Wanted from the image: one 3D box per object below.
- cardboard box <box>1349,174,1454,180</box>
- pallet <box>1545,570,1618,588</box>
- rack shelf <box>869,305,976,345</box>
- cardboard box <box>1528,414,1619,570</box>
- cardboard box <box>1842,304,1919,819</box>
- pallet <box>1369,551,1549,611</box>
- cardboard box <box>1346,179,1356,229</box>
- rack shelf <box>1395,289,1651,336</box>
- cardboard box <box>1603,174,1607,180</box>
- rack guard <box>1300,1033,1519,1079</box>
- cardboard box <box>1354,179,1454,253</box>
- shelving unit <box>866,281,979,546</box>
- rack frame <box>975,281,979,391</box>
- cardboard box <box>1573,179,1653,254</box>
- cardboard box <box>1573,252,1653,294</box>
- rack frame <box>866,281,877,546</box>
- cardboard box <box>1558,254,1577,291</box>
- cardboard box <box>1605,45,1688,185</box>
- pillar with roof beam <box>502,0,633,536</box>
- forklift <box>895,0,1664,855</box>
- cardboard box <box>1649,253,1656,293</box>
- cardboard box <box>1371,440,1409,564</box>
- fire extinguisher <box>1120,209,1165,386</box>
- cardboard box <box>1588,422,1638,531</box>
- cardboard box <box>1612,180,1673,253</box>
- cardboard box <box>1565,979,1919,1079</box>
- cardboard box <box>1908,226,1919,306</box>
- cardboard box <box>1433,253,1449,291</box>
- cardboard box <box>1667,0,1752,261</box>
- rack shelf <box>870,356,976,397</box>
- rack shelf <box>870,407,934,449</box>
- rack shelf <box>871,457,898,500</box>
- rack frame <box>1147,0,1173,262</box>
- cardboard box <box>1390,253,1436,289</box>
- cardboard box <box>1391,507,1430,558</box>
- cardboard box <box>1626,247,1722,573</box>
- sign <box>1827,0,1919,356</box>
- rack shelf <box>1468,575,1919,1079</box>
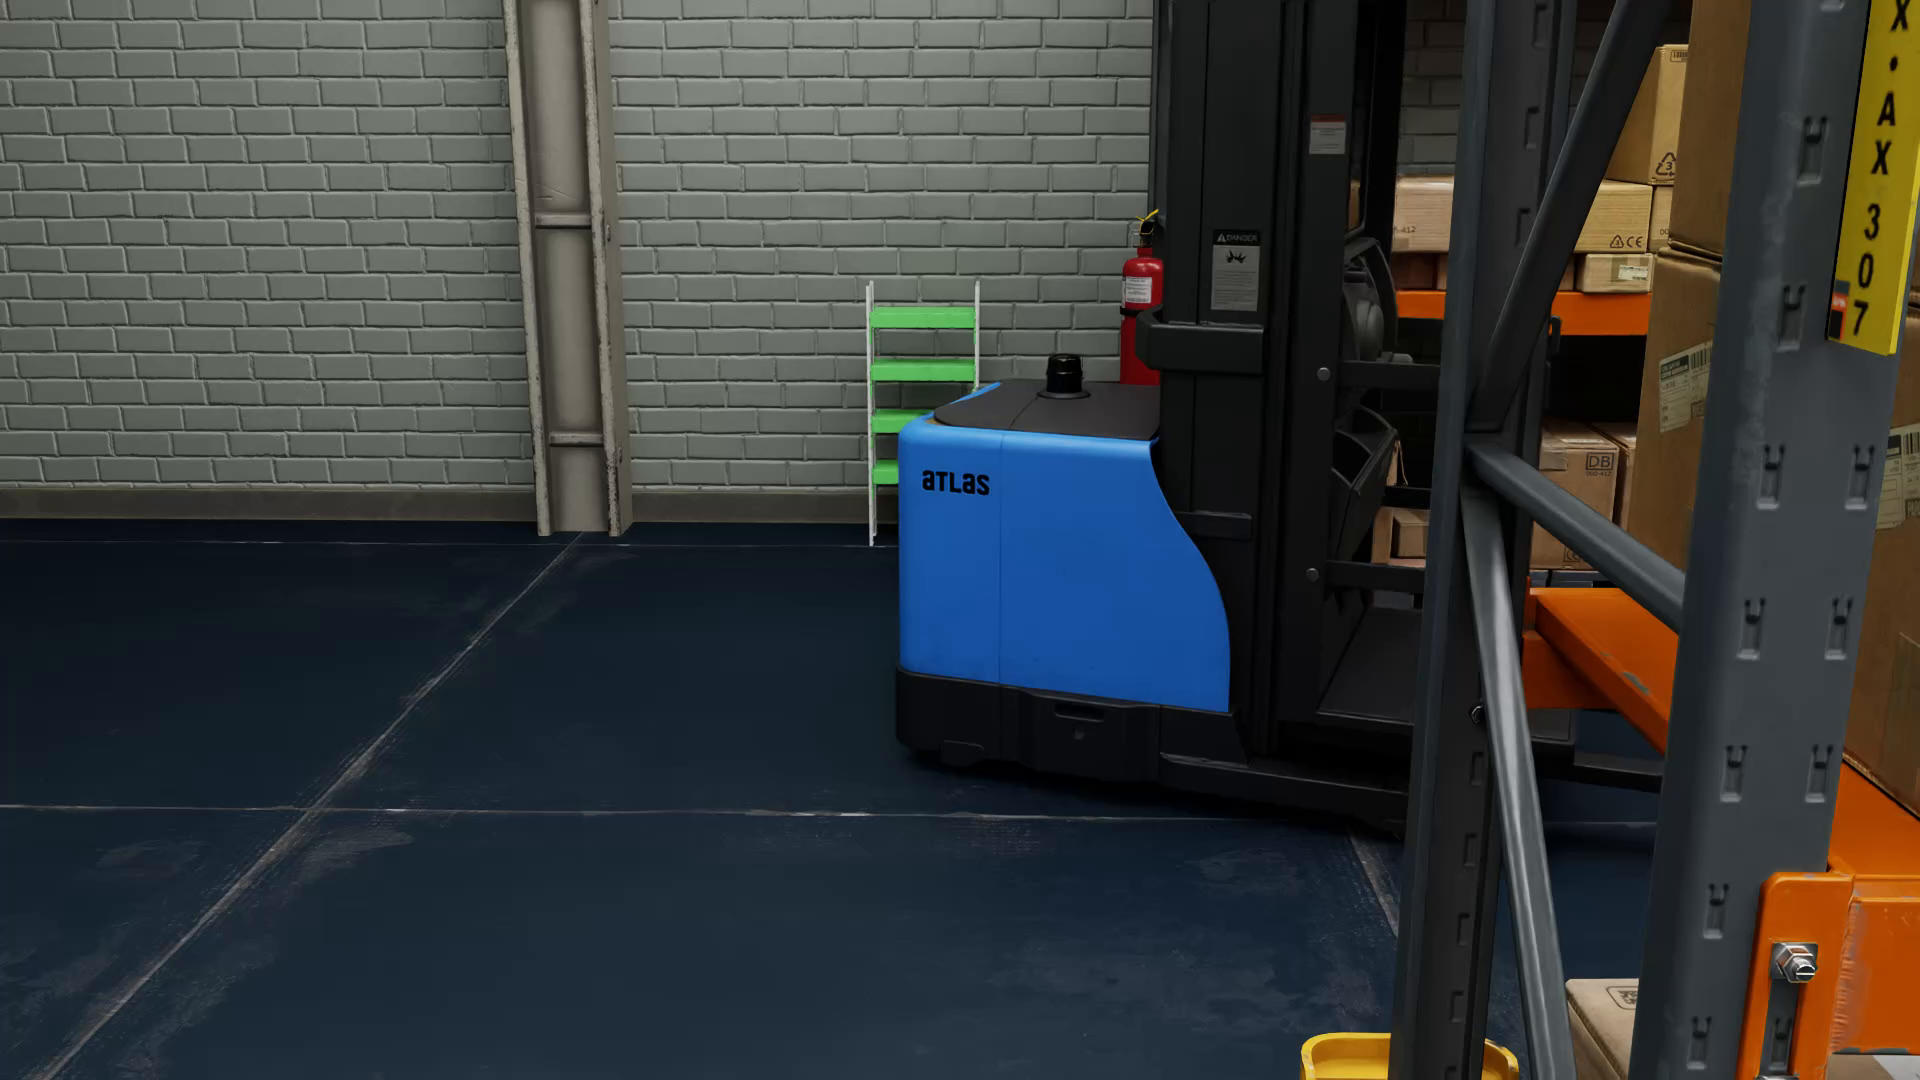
[{"bbox_3d":[1.844,-1.394,6.955,0.500,0.250,0.500,0,15,2],"label":"cardboard box"},{"bbox_3d":[2.952,0.101,7.045,1.213,0.211,1.003,0,15,1],"label":"pallet"},{"bbox_3d":[-0.166,-0.984,7.585,0.480,0.148,0.258,0,15,1],"label":"rack shelf"},{"bbox_3d":[2.325,-0.213,6.842,0.500,0.500,0.700,1,15,4],"label":"cardboard box"},{"bbox_3d":[1.212,0.032,1.642,0.500,0.500,0.500,0,15,1],"label":"cardboard box"},{"bbox_3d":[1.735,0.092,7.077,1.213,0.211,1.003,0,15,1],"label":"pallet"},{"bbox_3d":[1.309,-1.261,6.452,0.500,0.250,0.500,0,15,2],"label":"cardboard box"},{"bbox_3d":[2.862,-0.901,6.785,4.000,0.370,1.077,0,15,1],"label":"rack shelf"},{"bbox_3d":[2.862,-1.386,6.925,0.500,0.250,0.500,0,15,1],"label":"cardboard box"},{"bbox_3d":[0.715,1.213,2.264,0.348,0.500,1.175,0,15,1],"label":"rack guard"},{"bbox_3d":[1.813,-1.258,6.440,0.500,0.250,0.500,1,15,2],"label":"cardboard box"},{"bbox_3d":[-0.166,-0.581,7.691,0.503,1.200,0.258,0,15,1],"label":"shelving unit"},{"bbox_3d":[0.078,-0.580,7.685,0.015,1.200,0.240,0,15,1],"label":"rack frame"},{"bbox_3d":[2.320,-1.256,6.430,0.500,0.250,0.500,0,15,0],"label":"cardboard box"},{"bbox_3d":[2.470,-1.047,6.421,0.250,0.149,0.380,0,15,0],"label":"cardboard box"},{"bbox_3d":[-0.410,-0.583,7.697,0.015,1.200,0.240,0,15,1],"label":"rack frame"},{"bbox_3d":[2.220,-1.068,6.500,0.250,0.149,0.380,1,15,2],"label":"cardboard box"},{"bbox_3d":[2.809,-1.614,6.320,0.500,0.500,0.500,1,15,3],"label":"cardboard box"},{"bbox_3d":[-1.920,-3.312,2.754,0.400,9.000,9.100,0,15,1],"label":"pillar with roof beam"},{"bbox_3d":[1.370,-0.702,4.757,3.031,2.935,1.130,6,16,20],"label":"forklift"},{"bbox_3d":[2.734,-1.051,6.434,0.250,0.149,0.380,1,15,3],"label":"cardboard box"},{"bbox_3d":[1.471,-0.230,6.901,0.637,0.503,0.797,0,15,-1],"label":"cardboard box"},{"bbox_3d":[0.703,-0.927,6.357,0.183,0.674,0.296,0,15,1],"label":"fire extinguisher"},{"bbox_3d":[2.851,-0.184,6.733,0.500,0.500,0.500,1,15,2],"label":"cardboard box"},{"bbox_3d":[2.832,-1.258,6.438,0.500,0.250,0.500,0,15,0],"label":"cardboard box"},{"bbox_3d":[1.402,1.019,2.298,0.875,0.438,0.875,0,15,0],"label":"cardboard box"},{"bbox_3d":[1.212,-0.452,1.517,0.500,0.500,0.500,0,15,0],"label":"cardboard box"},{"bbox_3d":[1.954,-1.068,6.501,0.250,0.149,0.380,1,15,3],"label":"cardboard box"},{"bbox_3d":[1.227,-0.585,2.022,0.500,0.500,0.500,1,15,3],"label":"cardboard box"},{"bbox_3d":[-0.166,-0.752,7.646,0.480,0.148,0.258,0,15,1],"label":"rack shelf"},{"bbox_3d":[-0.166,-0.519,7.707,0.480,0.148,0.258,0,15,1],"label":"rack shelf"},{"bbox_3d":[-0.166,-0.287,7.769,0.480,0.148,0.258,0,15,1],"label":"rack shelf"},{"bbox_3d":[0.862,-1.262,6.742,0.127,3.000,1.000,0,15,1],"label":"rack frame"},{"bbox_3d":[1.703,-1.085,6.567,0.250,0.149,0.380,0,15,1],"label":"cardboard box"},{"bbox_3d":[1.895,-0.045,6.898,0.250,0.149,0.380,0,15,-1],"label":"cardboard box"},{"bbox_3d":[1.228,-0.109,2.176,0.500,0.500,0.500,0,15,2],"label":"cardboard box"},{"bbox_3d":[0.719,-0.311,1.288,0.005,0.325,0.100,0,15,1],"label":"sign"},{"bbox_3d":[2.739,0.365,1.987,4.000,0.370,1.077,0,15,1],"label":"rack shelf"}]
